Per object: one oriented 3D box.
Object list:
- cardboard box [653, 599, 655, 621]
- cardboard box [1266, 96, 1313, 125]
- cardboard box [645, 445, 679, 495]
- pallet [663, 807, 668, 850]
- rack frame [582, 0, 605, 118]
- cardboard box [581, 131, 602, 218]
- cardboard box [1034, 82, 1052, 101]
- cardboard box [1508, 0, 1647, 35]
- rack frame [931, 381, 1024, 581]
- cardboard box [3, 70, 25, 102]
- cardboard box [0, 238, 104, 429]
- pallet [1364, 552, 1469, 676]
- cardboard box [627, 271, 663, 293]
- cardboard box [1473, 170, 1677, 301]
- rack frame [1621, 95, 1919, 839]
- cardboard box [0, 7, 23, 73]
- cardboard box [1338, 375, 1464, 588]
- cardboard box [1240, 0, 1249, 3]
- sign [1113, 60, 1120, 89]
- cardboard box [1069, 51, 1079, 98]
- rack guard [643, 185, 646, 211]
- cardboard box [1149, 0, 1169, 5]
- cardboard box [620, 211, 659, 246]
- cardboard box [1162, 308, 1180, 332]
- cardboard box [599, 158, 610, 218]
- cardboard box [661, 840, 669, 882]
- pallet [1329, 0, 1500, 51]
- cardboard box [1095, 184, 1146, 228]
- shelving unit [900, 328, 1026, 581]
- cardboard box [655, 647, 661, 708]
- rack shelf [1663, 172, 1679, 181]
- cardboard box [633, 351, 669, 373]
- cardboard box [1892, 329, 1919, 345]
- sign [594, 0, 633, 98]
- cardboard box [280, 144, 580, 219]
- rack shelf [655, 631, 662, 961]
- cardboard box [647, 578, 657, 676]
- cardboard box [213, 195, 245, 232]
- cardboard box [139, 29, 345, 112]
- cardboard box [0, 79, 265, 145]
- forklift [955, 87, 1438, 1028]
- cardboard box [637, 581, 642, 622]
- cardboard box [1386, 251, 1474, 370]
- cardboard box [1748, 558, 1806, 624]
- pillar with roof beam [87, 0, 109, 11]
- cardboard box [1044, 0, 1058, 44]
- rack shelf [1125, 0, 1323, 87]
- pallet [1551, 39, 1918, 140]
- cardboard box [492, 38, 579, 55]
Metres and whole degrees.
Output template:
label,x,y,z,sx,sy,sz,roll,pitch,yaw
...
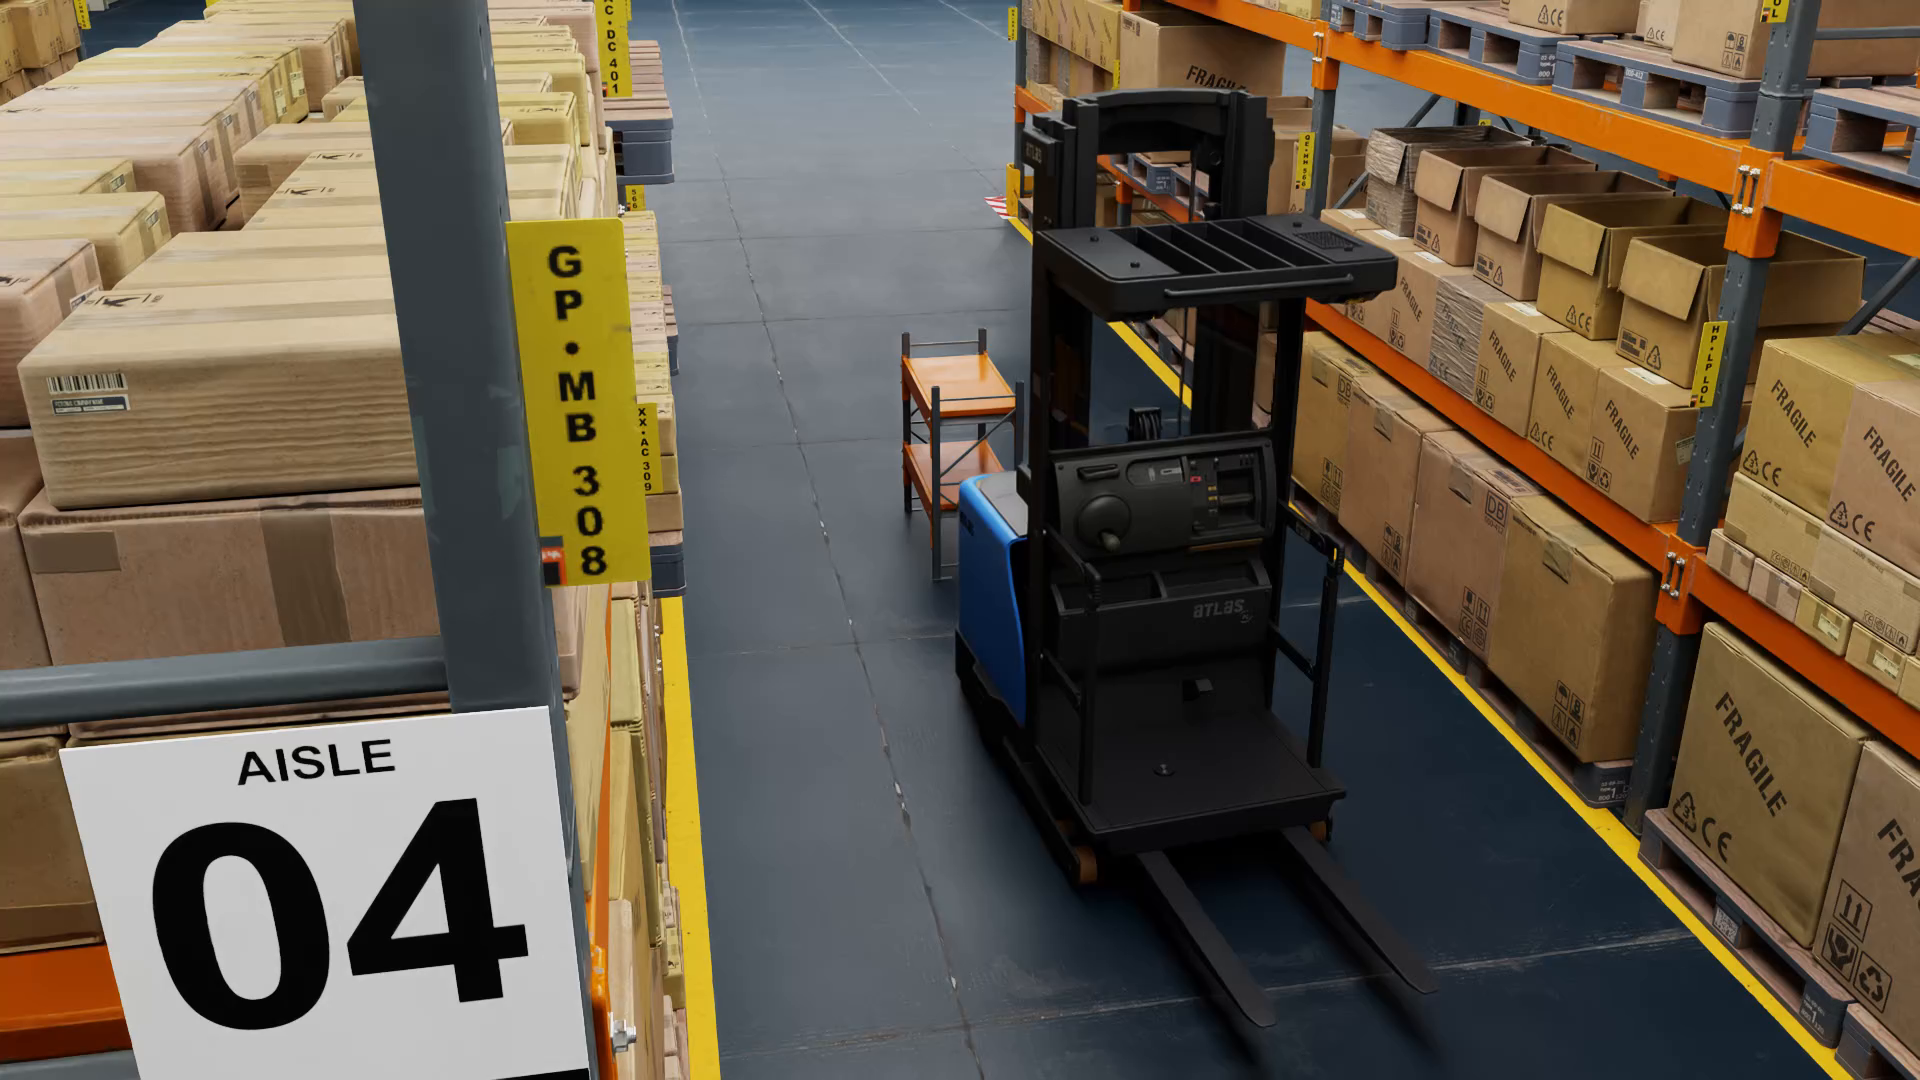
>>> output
label,x,y,z,sx,sy,sz,roll,pitch,yaw
cardboard box,-1.576,0.221,7.157,0.500,0.250,0.500,-4,24,-8
cardboard box,2.227,-2.907,12.005,0.797,0.503,0.637,-2,24,-4
cardboard box,-1.219,-0.271,6.041,0.380,0.149,0.250,-4,24,-9
pallet,-1.743,1.103,6.960,1.003,0.211,1.213,-4,24,-10
rack frame,-1.598,-2.618,4.501,1.000,3.000,0.127,-4,24,-10
cardboard box,-0.958,-0.626,3.250,0.500,0.250,0.500,-5,24,-12
cardboard box,0.953,-4.472,16.555,0.380,0.149,0.250,-4,24,-10
cardboard box,2.954,-2.582,7.512,0.797,0.503,0.637,-5,24,-10
rack frame,0.095,-0.313,9.061,0.500,1.125,0.032,-4,24,-10
cardboard box,-8.040,-3.576,13.695,0.500,0.500,0.500,-4,24,-9
cardboard box,-1.179,-0.225,1.833,0.380,0.149,0.250,-4,24,-9
pallet,2.849,0.303,8.792,1.003,0.211,1.213,-4,24,-10
cardboard box,-1.560,-1.124,7.622,0.380,0.149,0.250,-3,24,-7
cardboard box,2.923,-1.466,7.981,0.797,0.503,0.637,-4,24,-8
rack frame,3.295,-0.196,6.451,1.000,3.000,0.127,-4,24,-10
cardboard box,-8.117,-4.039,13.504,0.700,0.500,0.500,-4,24,-10
cardboard box,2.820,-0.364,8.965,1.225,0.875,0.875,-4,24,-10
cardboard box,2.031,-3.636,10.767,0.500,0.250,0.500,-4,24,-8
sign,1.284,-3.696,13.384,0.100,0.325,0.005,-4,24,-10
cardboard box,1.492,-4.295,15.339,0.875,0.500,0.500,-4,24,-10
rack guard,-3.822,-3.453,17.031,1.175,0.500,0.348,-4,24,-10
cardboard box,1.888,-4.375,14.274,0.500,0.500,0.500,-4,24,-10
cardboard box,-1.797,-1.633,8.787,0.380,0.149,0.250,-5,24,-12
cardboard box,1.978,-1.967,13.079,0.700,0.500,0.500,-4,24,-10
cardboard box,-1.161,-0.804,4.283,0.500,0.250,0.500,-4,24,-10
cardboard box,-1.227,1.209,5.899,0.380,0.149,0.250,-4,24,-9
pallet,2.727,-2.808,8.920,1.213,0.211,1.003,-3,24,-7
cardboard box,1.476,-3.013,15.499,0.500,0.500,0.500,-6,24,-14
shelving unit,0.001,-0.513,9.519,0.538,1.125,1.048,-4,24,-10
cardboard box,-1.160,0.435,5.321,0.380,0.149,0.250,-5,24,-11
rack shelf,7.053,-2.593,12.838,1.077,0.370,4.000,-4,24,-10
cardboard box,-1.321,-0.618,6.463,0.380,0.149,0.250,-4,24,-9
cardboard box,3.643,-0.446,5.903,0.500,0.500,0.500,-4,24,-8
sign,-1.066,-1.523,5.096,0.100,0.325,0.005,-4,24,-10
cardboard box,-0.747,-0.467,2.387,0.380,0.149,0.250,-4,24,-9
rack shelf,-1.228,1.248,4.044,1.077,0.370,4.000,-4,24,-10
cardboard box,-1.231,0.119,5.234,0.500,0.500,0.500,-4,24,-10
cardboard box,-1.382,-0.395,2.722,0.500,0.250,0.500,-4,24,-9
cardboard box,-1.591,-1.044,3.710,0.380,0.149,0.250,-5,24,-11
cardboard box,-1.472,-0.729,2.988,0.380,0.149,0.250,-5,24,-11
forklift,0.885,-0.145,6.420,1.130,2.935,3.031,-7,24,-15
cardboard box,-1.064,0.061,4.116,0.500,0.500,0.500,-4,24,-8
cardboard box,2.574,-1.200,8.625,0.500,0.500,0.500,-5,24,-11
cardboard box,3.071,0.163,5.942,0.380,0.149,0.250,-5,24,-12
pillar with roof beam,-14.505,-15.981,35.098,9.100,9.000,0.400,-4,24,-10
cardboard box,1.089,-4.926,15.535,0.500,0.500,0.500,-4,24,-10
rack shelf,2.186,-3.601,11.398,1.077,0.370,4.000,-4,24,-10
pallet,3.077,-1.840,6.706,0.805,0.209,1.217,-5,24,-12
cardboard box,-1.007,-0.977,3.555,0.380,0.149,0.250,-4,24,-10
